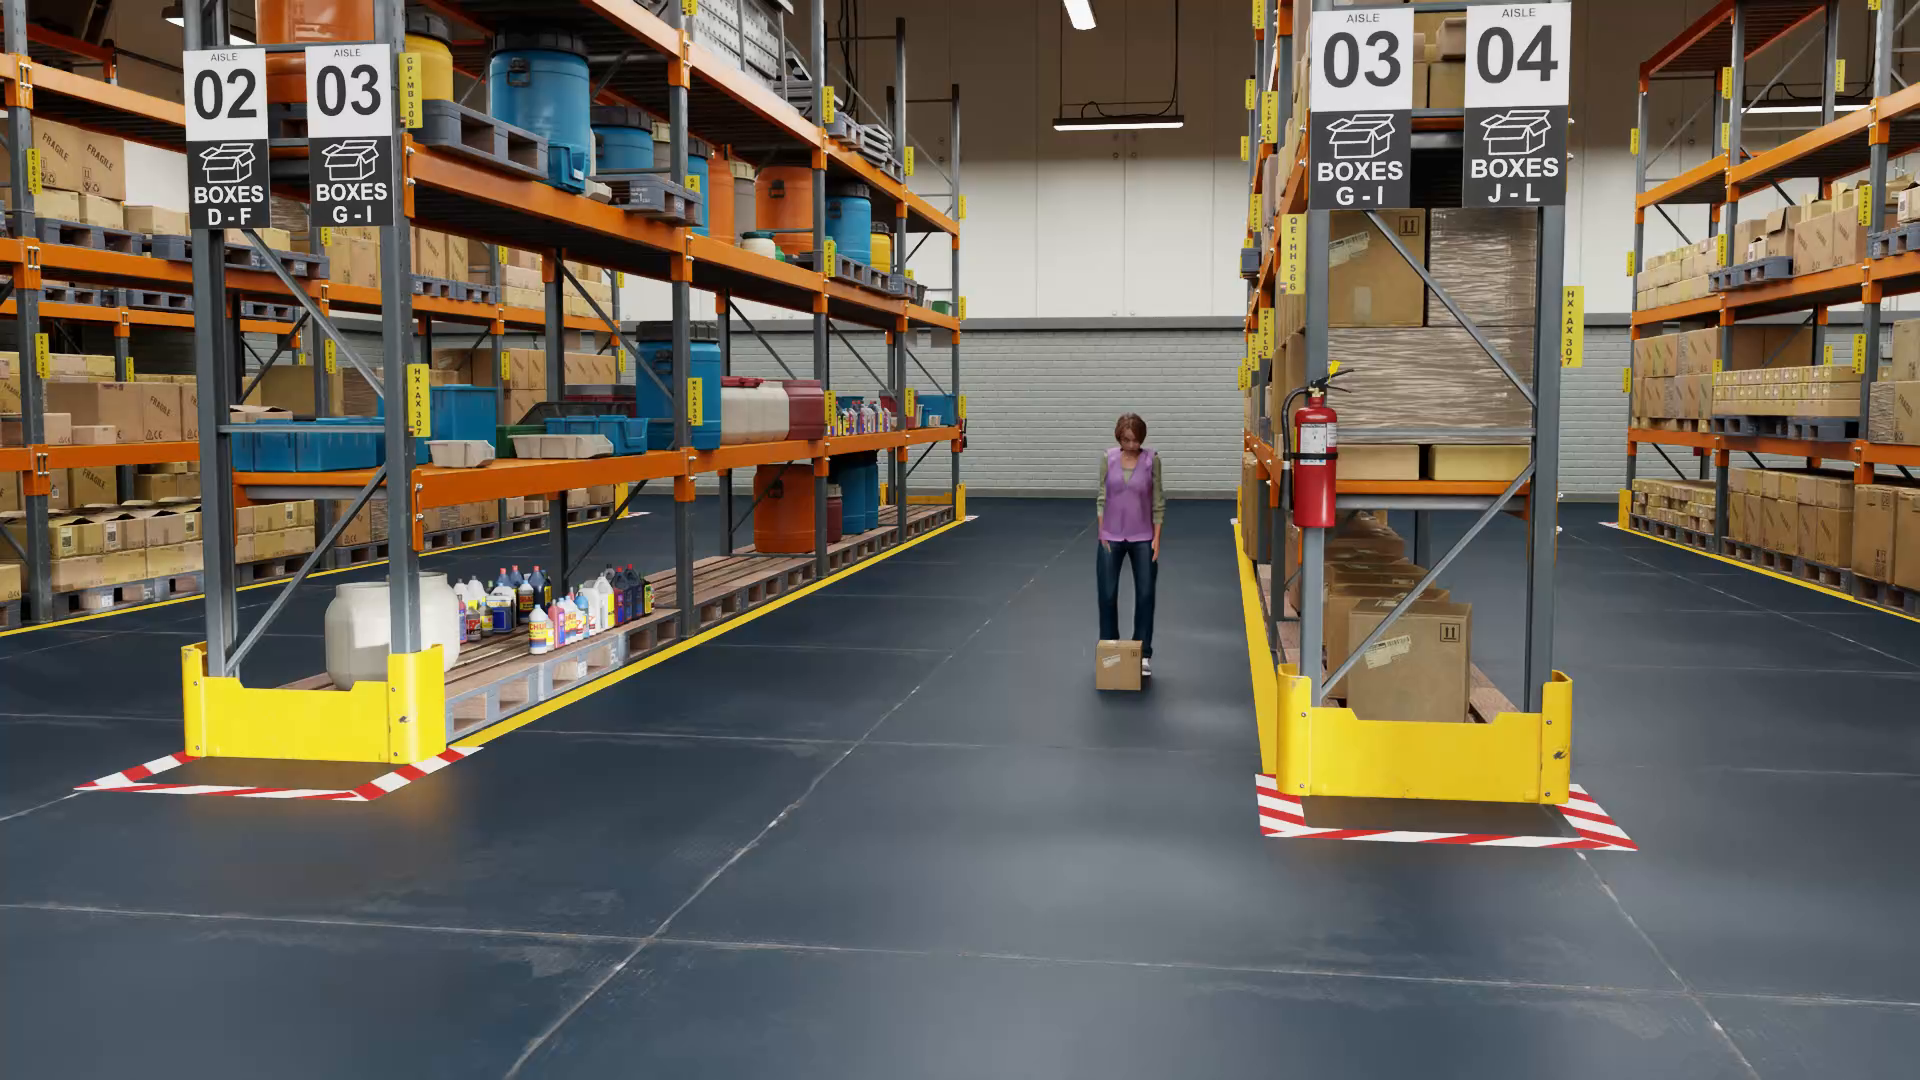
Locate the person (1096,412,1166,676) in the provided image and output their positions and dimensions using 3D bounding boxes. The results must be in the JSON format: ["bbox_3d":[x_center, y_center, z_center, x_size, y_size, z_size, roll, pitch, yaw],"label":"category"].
[{"bbox_3d":[1.026,0.026,9.983,0.417,1.580,0.340,1,5,10],"label":"person"}]
